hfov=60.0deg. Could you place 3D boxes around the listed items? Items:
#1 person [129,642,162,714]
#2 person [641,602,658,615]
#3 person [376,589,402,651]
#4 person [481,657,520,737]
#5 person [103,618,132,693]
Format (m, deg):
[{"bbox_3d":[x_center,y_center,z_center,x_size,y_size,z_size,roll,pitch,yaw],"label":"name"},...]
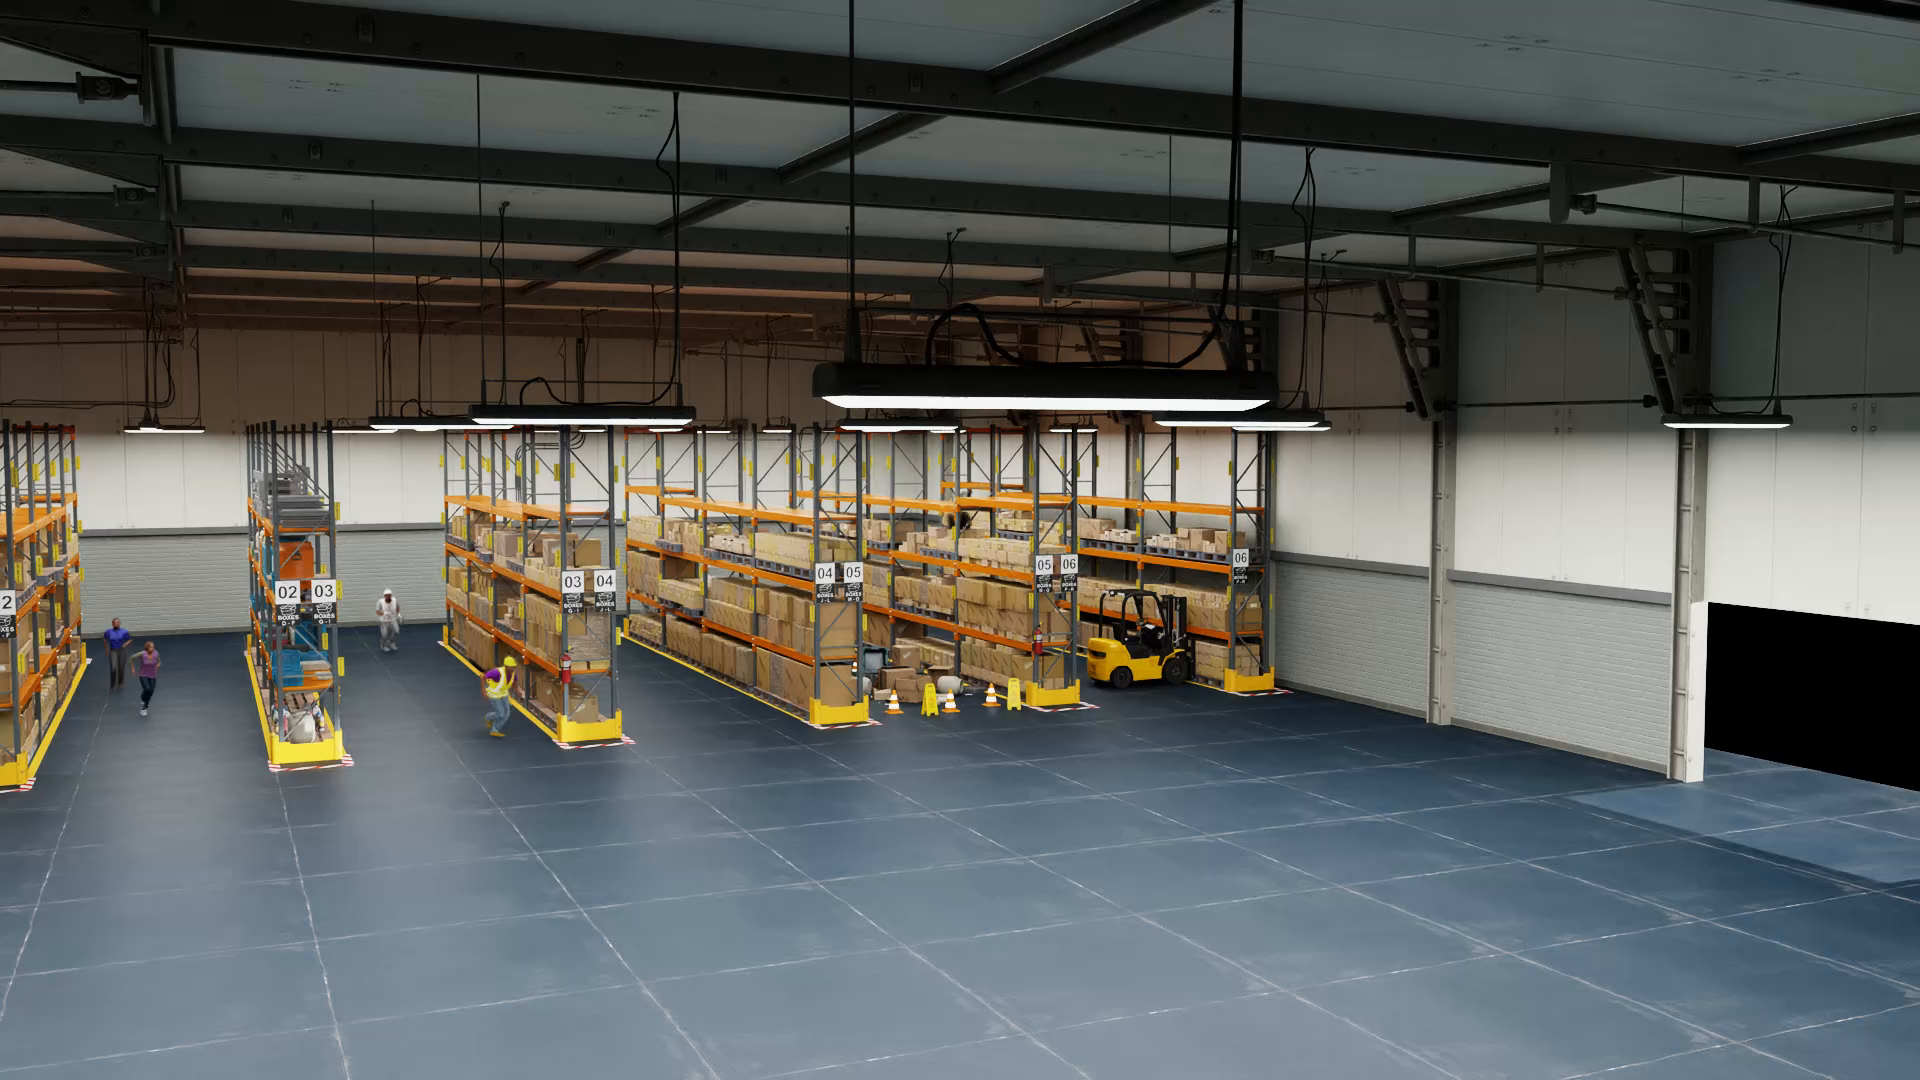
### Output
[{"bbox_3d":[-16.642,2.830,34.041,0.736,1.525,0.544,3,5,44],"label":"person"},{"bbox_3d":[-9.259,1.743,49.512,0.717,1.748,0.896,3,5,40],"label":"person"},{"bbox_3d":[-15.120,2.130,44.043,0.721,1.678,0.896,-2,4,-34],"label":"person"},{"bbox_3d":[-8.727,2.976,31.493,0.891,1.566,0.732,3,4,37],"label":"person"},{"bbox_3d":[-18.845,2.588,37.215,0.587,1.677,0.709,-2,4,-28],"label":"person"}]
